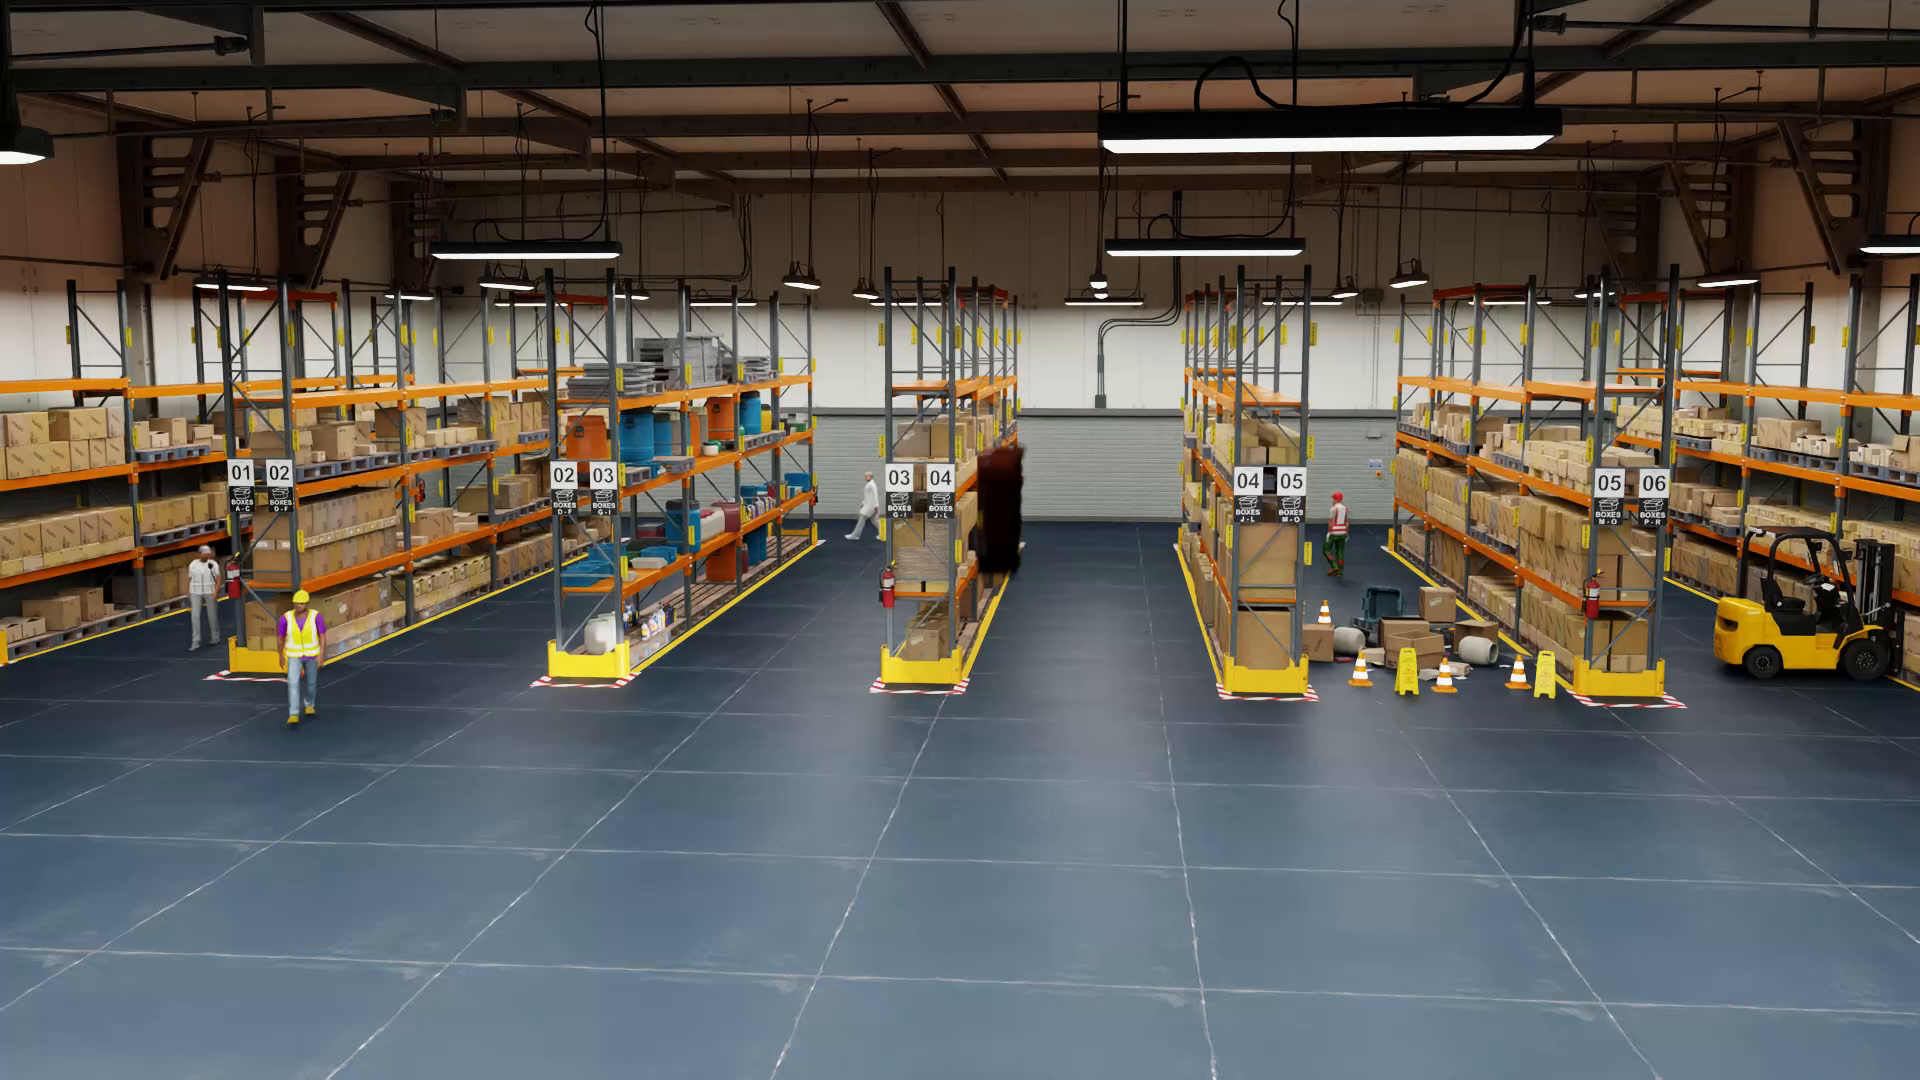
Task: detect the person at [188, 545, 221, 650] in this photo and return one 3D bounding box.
[{"bbox_3d":[-12.299,0.927,27.068,0.505,1.650,0.721,-3,7,-21],"label":"person"}]

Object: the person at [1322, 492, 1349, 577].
[{"bbox_3d":[7.913,-0.116,34.853,0.598,1.791,0.467,-4,8,-28],"label":"person"}]

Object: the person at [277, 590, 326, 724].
[{"bbox_3d":[-8.554,1.501,21.652,0.590,1.701,1.065,-3,8,-26],"label":"person"}]

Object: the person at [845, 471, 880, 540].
[{"bbox_3d":[-2.288,-0.851,41.183,1.146,1.709,0.552,0,7,-1],"label":"person"}]
